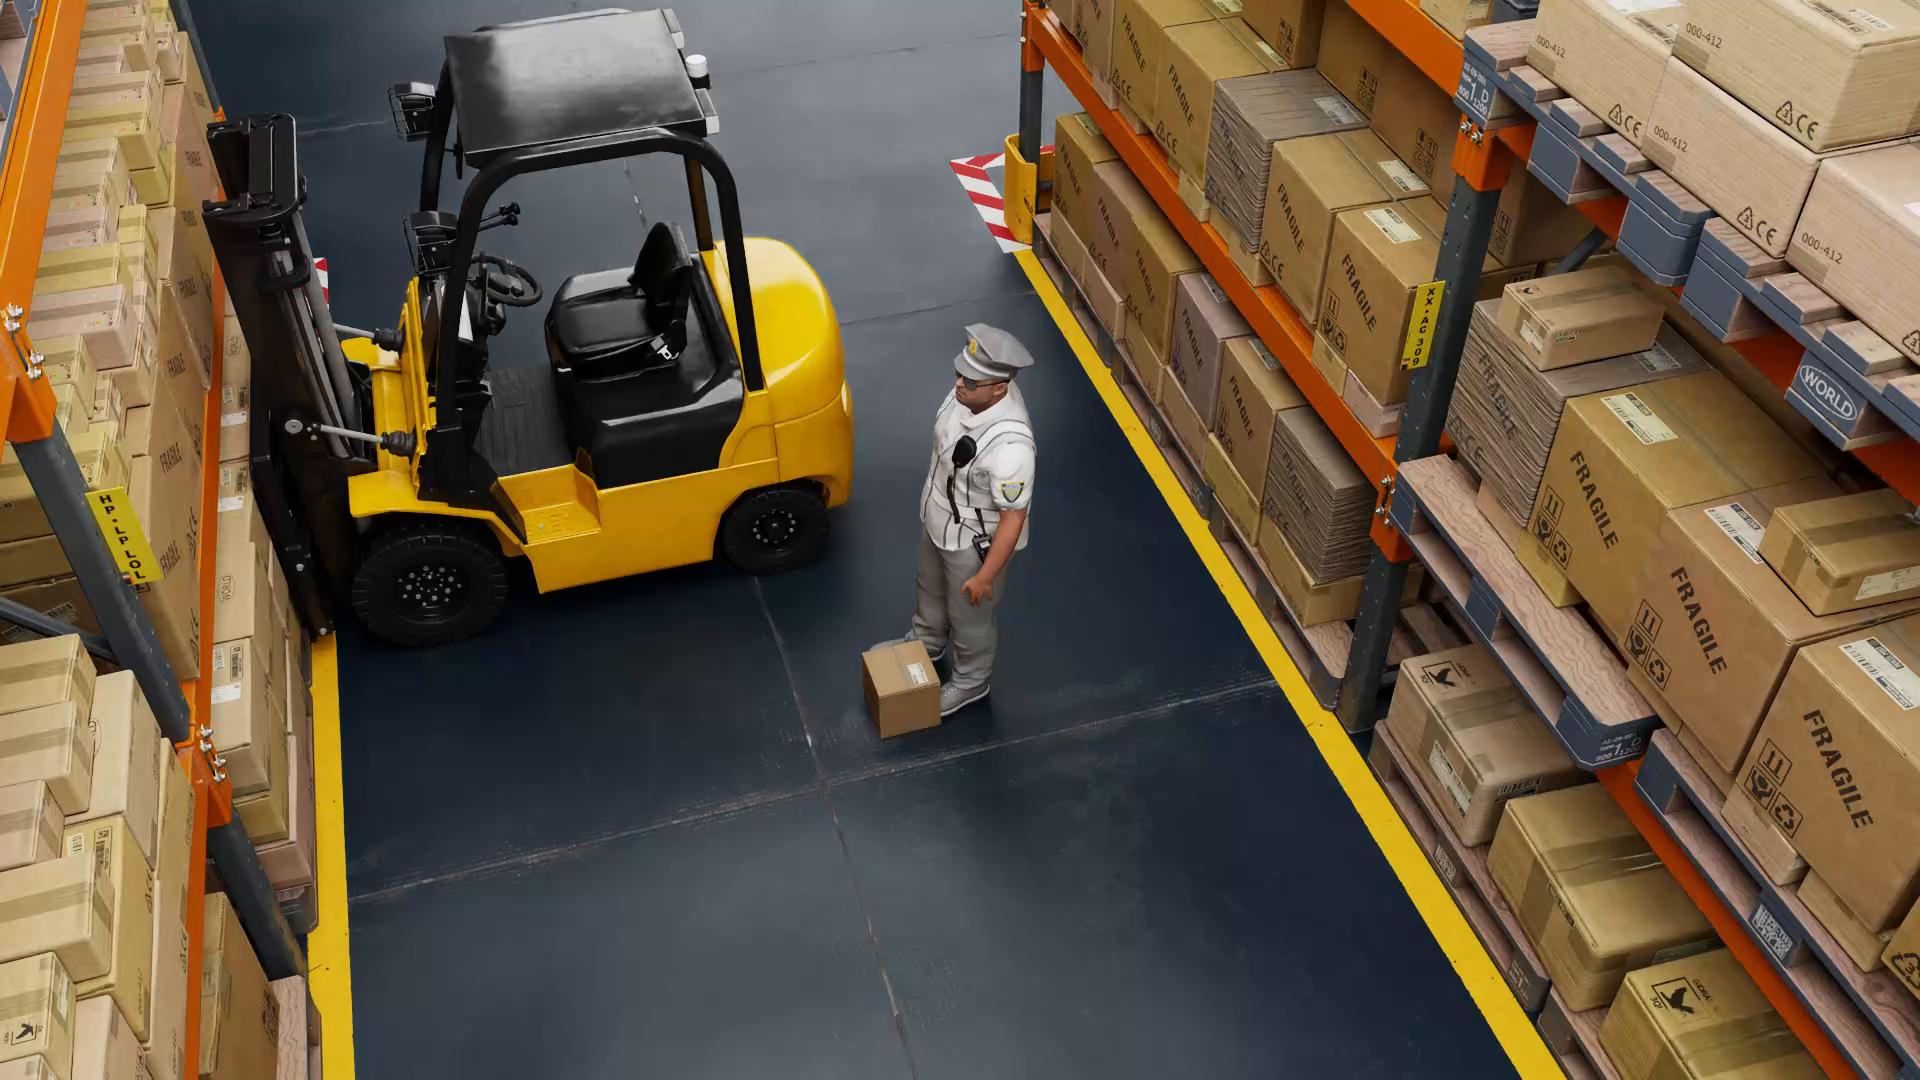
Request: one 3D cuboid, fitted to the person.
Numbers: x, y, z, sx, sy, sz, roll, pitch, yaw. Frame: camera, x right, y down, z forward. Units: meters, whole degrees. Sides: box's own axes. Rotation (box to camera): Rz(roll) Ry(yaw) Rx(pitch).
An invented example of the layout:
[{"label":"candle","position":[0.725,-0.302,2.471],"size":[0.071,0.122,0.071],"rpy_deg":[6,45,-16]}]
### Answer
[{"label":"person","position":[-0.038,-0.044,6.169],"size":[0.573,1.779,0.641],"rpy_deg":[-12,43,-13]}]
